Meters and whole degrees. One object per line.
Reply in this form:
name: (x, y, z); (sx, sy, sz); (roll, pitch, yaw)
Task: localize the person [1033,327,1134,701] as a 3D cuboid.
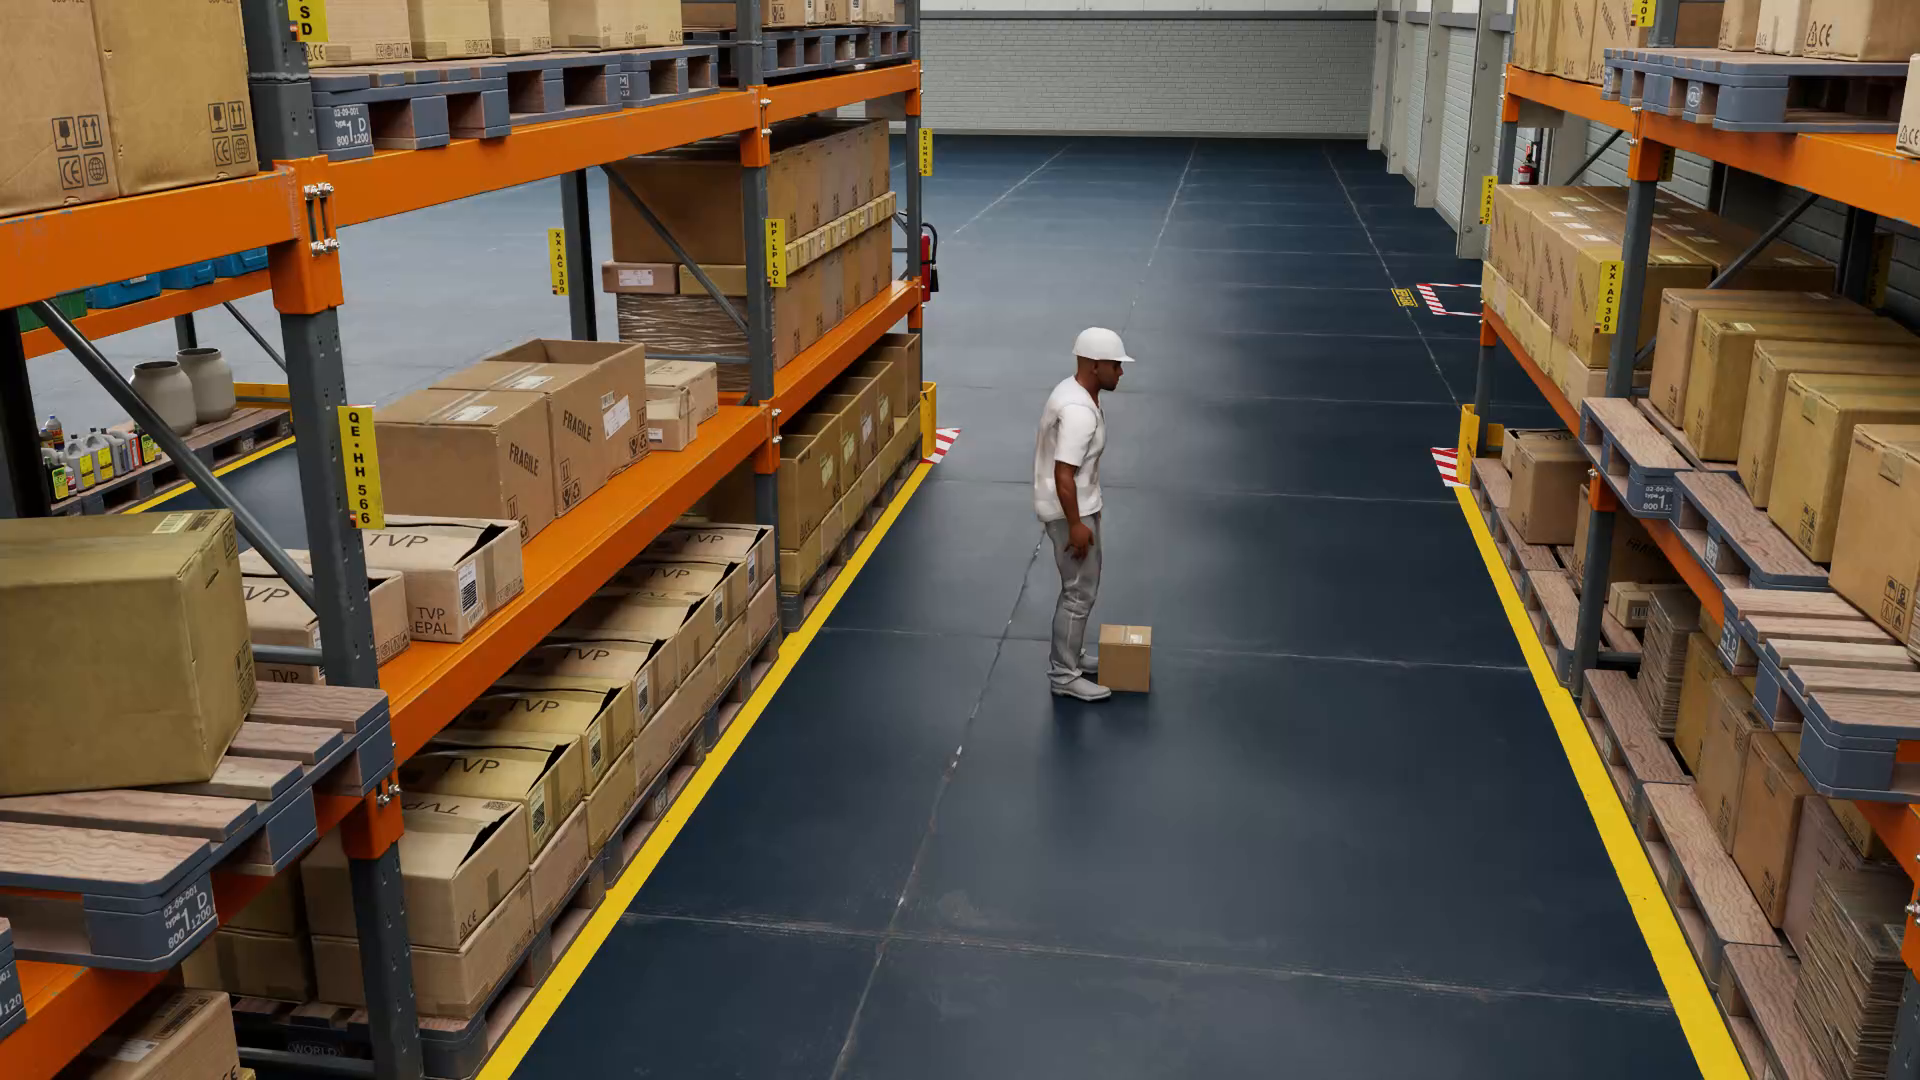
person: (0.580, -0.142, 7.967); (0.460, 1.760, 0.625); (3, 18, 8)
